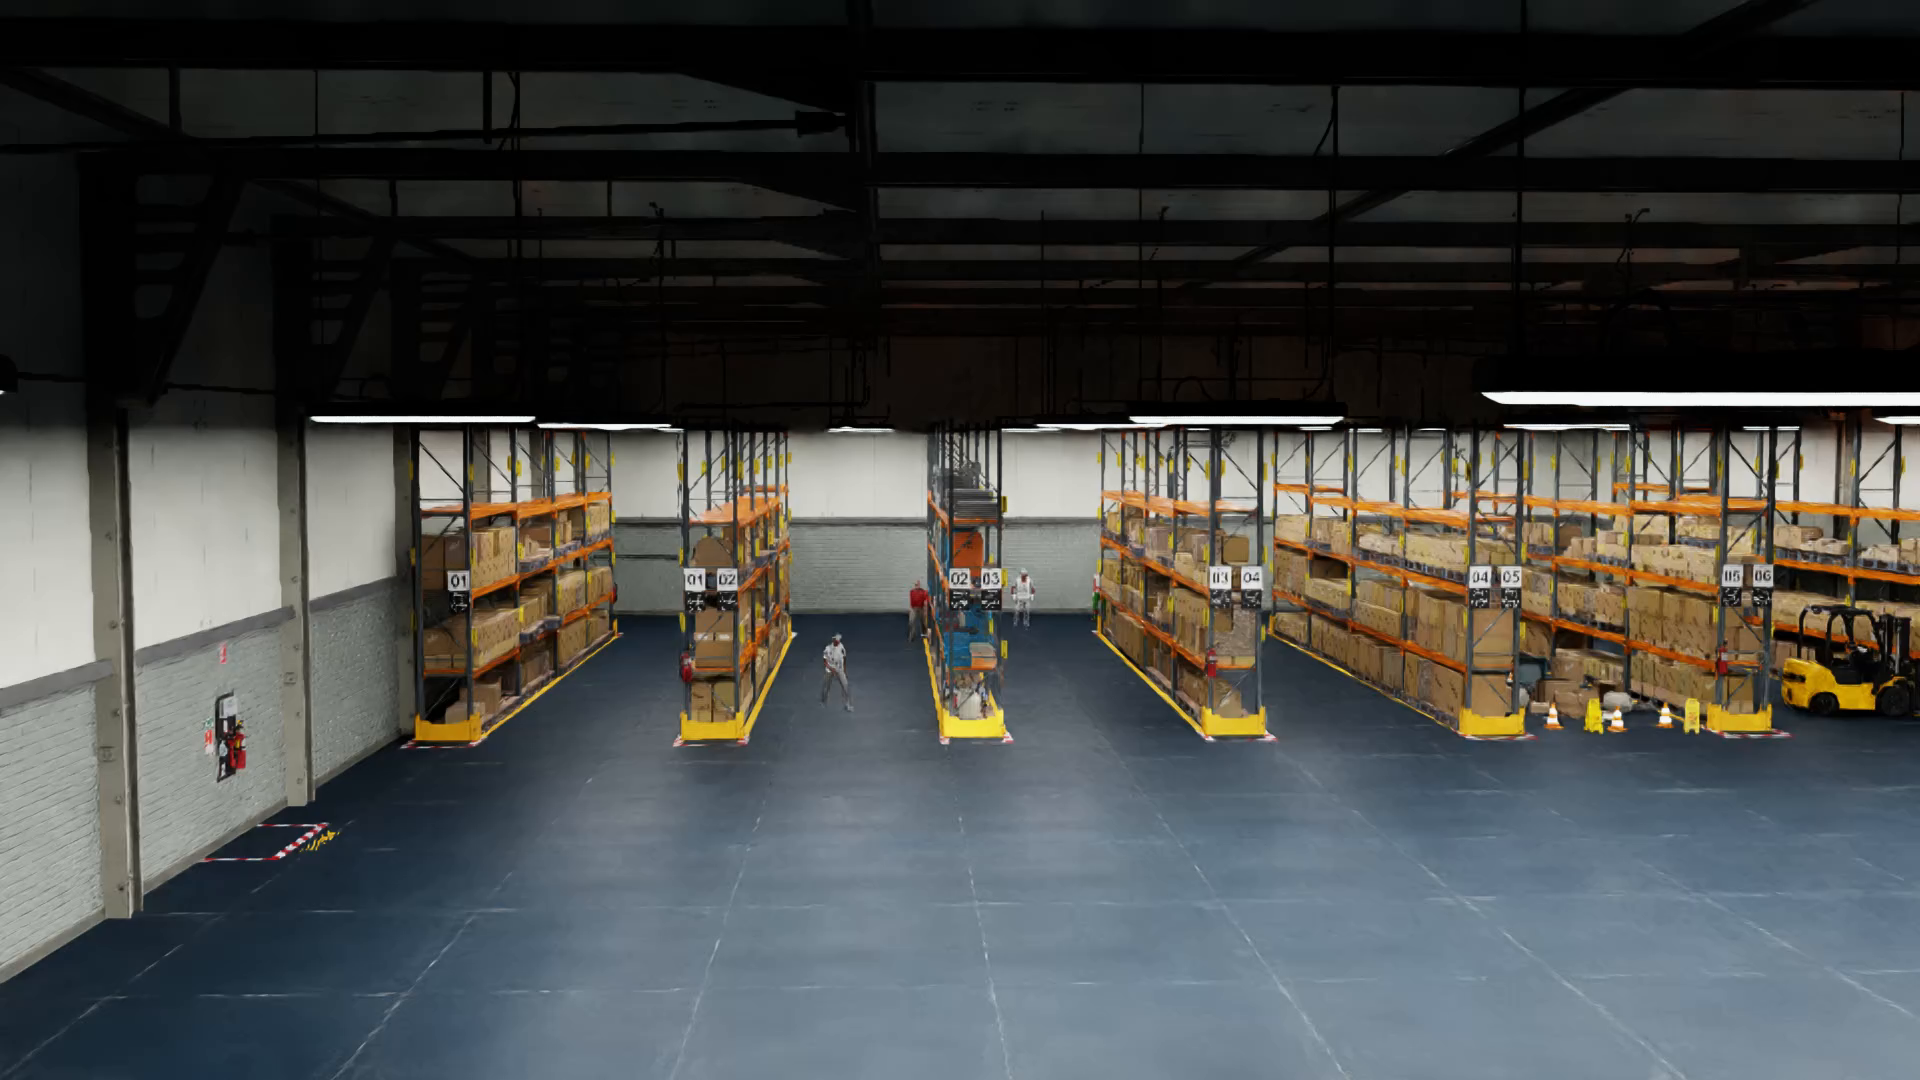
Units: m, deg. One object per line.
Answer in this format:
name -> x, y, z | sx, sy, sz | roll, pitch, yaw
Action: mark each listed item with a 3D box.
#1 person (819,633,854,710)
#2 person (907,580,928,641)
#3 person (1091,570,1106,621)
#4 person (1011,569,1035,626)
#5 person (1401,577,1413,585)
person -> -2.585, 2.699, 34.497 | 0.612, 1.607, 0.825 | -1, 4, -20
person -> -1.138, 1.936, 45.981 | 0.568, 1.675, 0.950 | 1, 4, 14
person -> 4.329, 1.605, 50.945 | 0.596, 1.734, 0.987 | 1, 4, 18
person -> 1.863, 1.711, 49.265 | 0.702, 1.735, 0.521 | 0, 4, -5
person -> 12.768, 1.801, 47.576 | 0.532, 1.747, 0.670 | -1, 4, -15
